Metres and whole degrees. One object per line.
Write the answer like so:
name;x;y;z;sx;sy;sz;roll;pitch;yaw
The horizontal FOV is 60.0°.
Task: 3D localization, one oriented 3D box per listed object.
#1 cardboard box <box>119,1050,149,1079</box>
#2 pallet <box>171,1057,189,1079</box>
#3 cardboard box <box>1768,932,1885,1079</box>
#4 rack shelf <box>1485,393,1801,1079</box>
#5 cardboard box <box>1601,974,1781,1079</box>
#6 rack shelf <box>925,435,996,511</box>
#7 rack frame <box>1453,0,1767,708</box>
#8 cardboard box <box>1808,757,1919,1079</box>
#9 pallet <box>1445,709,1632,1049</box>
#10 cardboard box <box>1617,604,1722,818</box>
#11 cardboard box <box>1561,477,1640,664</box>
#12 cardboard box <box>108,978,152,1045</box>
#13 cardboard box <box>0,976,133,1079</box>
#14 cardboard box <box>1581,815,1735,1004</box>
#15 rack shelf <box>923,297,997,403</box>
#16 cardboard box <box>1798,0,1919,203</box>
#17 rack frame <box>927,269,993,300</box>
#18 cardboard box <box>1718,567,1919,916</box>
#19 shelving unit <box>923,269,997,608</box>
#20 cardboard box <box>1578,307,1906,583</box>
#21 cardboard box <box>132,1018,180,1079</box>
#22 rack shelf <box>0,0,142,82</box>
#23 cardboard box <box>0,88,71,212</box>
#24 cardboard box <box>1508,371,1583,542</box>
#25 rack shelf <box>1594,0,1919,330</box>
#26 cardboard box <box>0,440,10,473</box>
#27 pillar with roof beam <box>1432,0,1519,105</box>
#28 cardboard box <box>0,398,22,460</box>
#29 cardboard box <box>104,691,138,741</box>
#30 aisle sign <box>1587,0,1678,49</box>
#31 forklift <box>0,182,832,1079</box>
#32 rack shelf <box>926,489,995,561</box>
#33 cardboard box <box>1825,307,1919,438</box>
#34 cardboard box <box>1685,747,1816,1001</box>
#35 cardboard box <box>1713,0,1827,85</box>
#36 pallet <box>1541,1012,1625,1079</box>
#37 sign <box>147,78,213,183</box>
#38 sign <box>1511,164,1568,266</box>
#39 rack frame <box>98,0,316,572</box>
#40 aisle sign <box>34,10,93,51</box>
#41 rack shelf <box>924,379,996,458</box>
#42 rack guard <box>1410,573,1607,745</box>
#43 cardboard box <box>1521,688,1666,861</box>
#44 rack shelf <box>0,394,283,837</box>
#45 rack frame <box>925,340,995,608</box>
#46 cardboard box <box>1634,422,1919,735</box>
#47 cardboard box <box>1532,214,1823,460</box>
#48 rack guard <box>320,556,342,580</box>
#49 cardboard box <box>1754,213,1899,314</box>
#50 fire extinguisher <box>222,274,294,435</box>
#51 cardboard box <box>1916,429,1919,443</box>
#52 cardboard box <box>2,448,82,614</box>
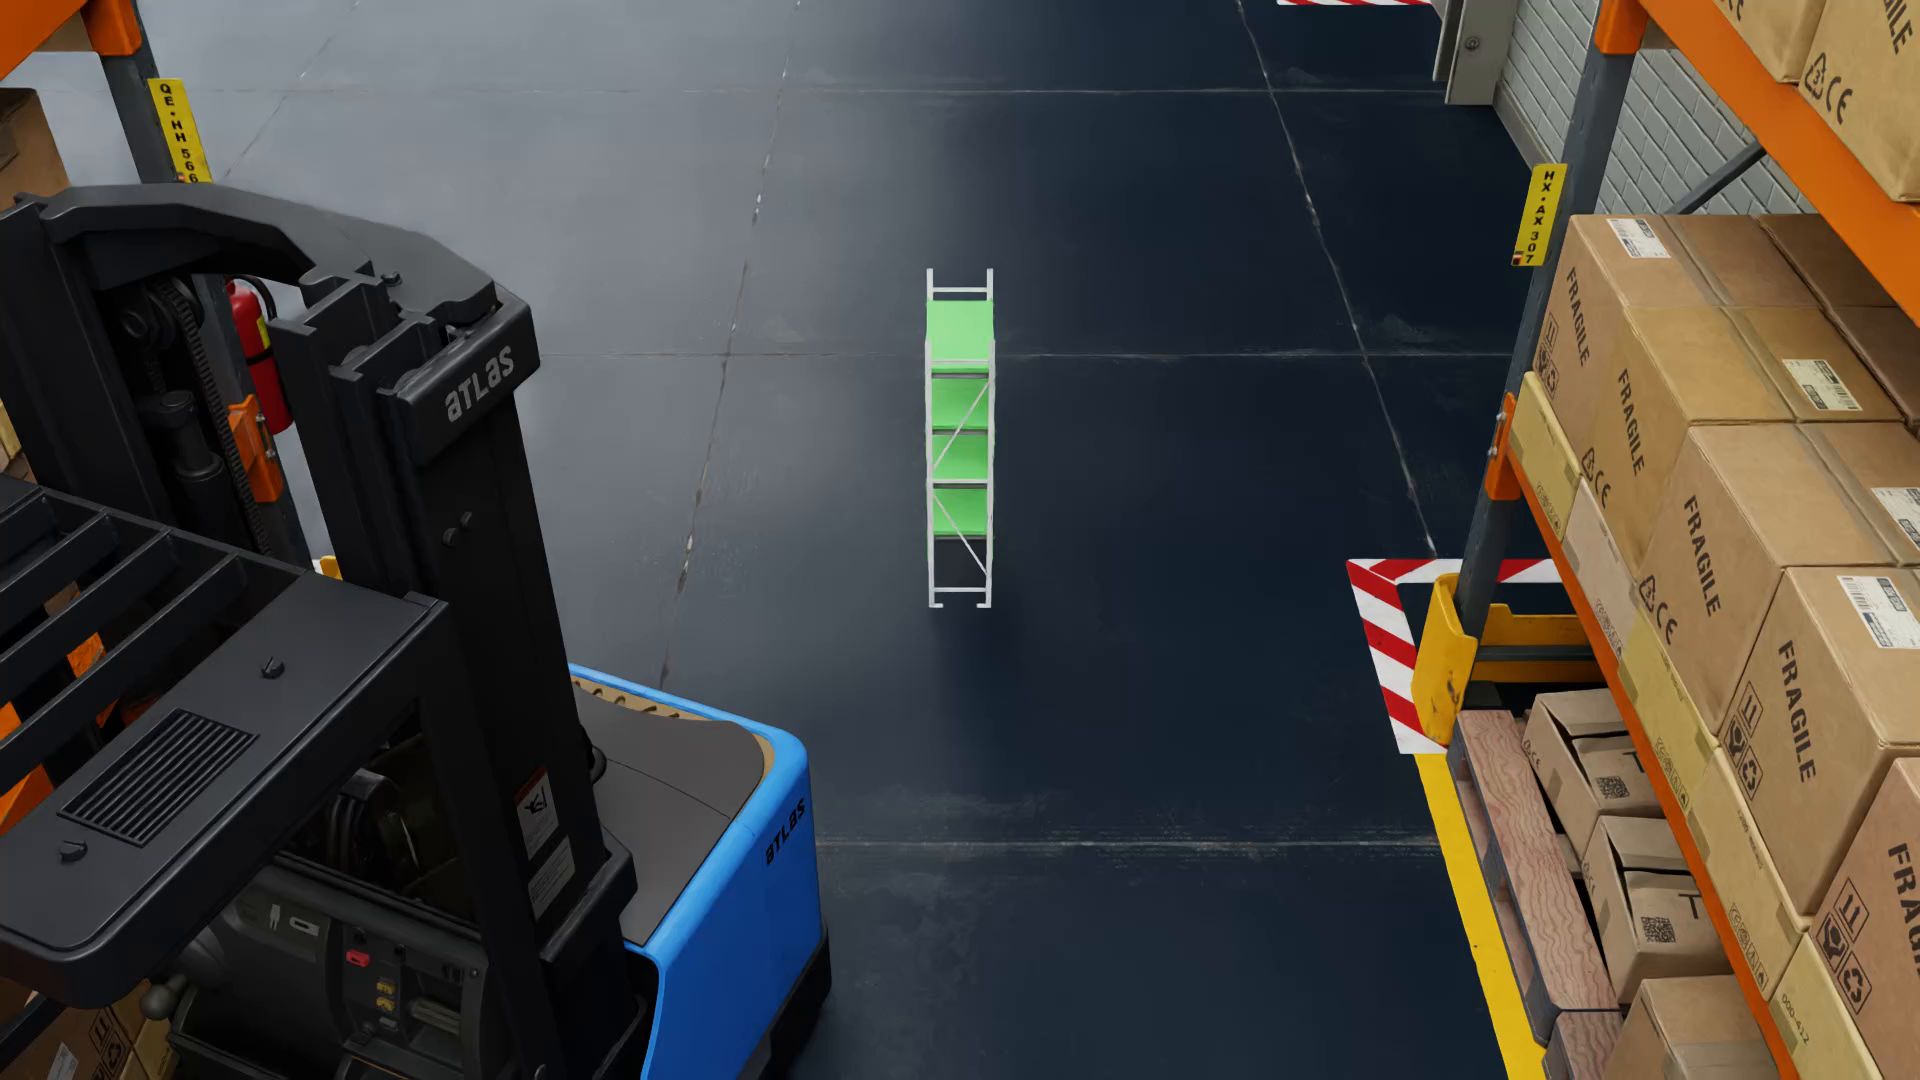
cardboard box;-2.415;1.583;4.239;0.500;0.250;0.500;0;39;0
pallet;-2.683;1.728;4.425;1.003;0.211;1.213;0;39;0
cardboard box;1.922;1.025;3.177;0.500;0.250;0.500;0;39;0
rack shelf;2.232;0.926;3.771;1.077;0.370;4.000;0;39;0
cardboard box;2.092;1.446;4.193;0.700;0.500;0.500;-2;39;-3
rack shelf;0.000;-0.315;6.286;0.258;0.148;0.480;0;39;0
rack frame;2.229;-0.605;5.107;1.000;3.000;0.127;0;39;0
cardboard box;1.928;0.732;2.943;0.500;0.500;0.500;-1;39;-1
pallet;2.195;1.038;5.285;1.003;0.211;1.213;0;39;0
cardboard box;1.922;0.394;3.964;0.500;0.250;0.500;-1;39;-1
cardboard box;1.927;0.075;4.361;0.500;0.250;0.500;-1;39;-1
cardboard box;-2.410;0.977;4.395;0.500;0.500;0.500;0;39;0
cardboard box;-2.411;1.290;4.005;0.500;0.500;0.500;0;39;0
cardboard box;2.141;1.061;4.825;0.500;0.311;0.500;3;39;4
rack shelf;0.000;-0.689;5.985;0.258;0.148;0.480;0;39;0
cardboard box;1.949;-0.953;3.046;0.500;0.500;0.500;2;39;2
rack frame;0.000;-0.517;6.436;0.240;1.200;0.015;0;39;0
cardboard box;1.927;0.406;3.348;0.500;0.500;0.500;1;39;1
shelving unit;0.000;-0.365;6.246;0.258;1.200;0.503;0;39;0
cardboard box;1.920;-0.239;4.154;0.500;0.500;0.500;0;39;0
cardboard box;-2.413;1.270;4.629;0.500;0.250;0.500;0;39;0
rack shelf;-2.722;-0.239;2.826;1.077;0.370;4.000;0;39;0
cardboard box;-2.737;-0.820;4.257;0.700;0.500;0.500;0;39;0
cardboard box;1.912;-0.249;4.766;0.500;0.250;0.500;-1;39;-1
rack shelf;2.232;-0.244;2.833;1.077;0.370;4.000;0;39;0
cardboard box;-2.533;-0.172;3.967;0.380;0.149;0.250;0;39;1
pillar with roof beam;-1.217;-6.258;7.363;9.100;9.000;0.400;0;39;0
cardboard box;-2.531;-0.329;4.163;0.380;0.149;0.250;-1;39;-1
cardboard box;-2.426;0.352;5.175;0.500;0.500;0.500;0;39;0
aisle sign;1.929;-1.665;4.350;0.394;0.787;0.004;0;39;0
forklift;-1.430;0.943;3.230;1.130;2.935;3.031;15;41;18
rack shelf;0.000;-0.128;6.436;0.258;0.148;0.480;0;39;0
cardboard box;2.433;-0.238;4.152;0.500;0.500;0.500;0;39;1
cardboard box;1.920;0.710;3.569;0.500;0.250;0.500;0;39;0
cardboard box;1.945;-1.278;3.451;0.500;0.500;0.500;2;39;3
pallet;2.193;1.799;4.336;1.003;0.211;1.213;0;39;0
sign;-2.182;-1.135;4.653;0.100;0.325;0.005;0;39;0
sign;1.687;-0.943;4.835;0.100;0.325;0.005;0;39;0
rack frame;-2.724;-0.599;5.099;1.000;3.000;0.127;0;39;0
aisle sign;-2.431;-1.655;4.338;0.394;0.787;0.004;0;39;0
rack shelf;0.000;-0.502;6.135;0.258;0.148;0.480;0;39;0
rack guard;2.229;0.418;5.829;1.175;0.500;0.348;0;39;0
cardboard box;2.140;0.705;5.270;0.500;0.311;0.500;-4;39;-5
rack shelf;-2.722;0.932;3.764;1.077;0.370;4.000;0;39;0
rack frame;0.000;-0.212;6.055;0.240;1.200;0.015;0;39;0
cardboard box;1.914;0.084;3.751;0.500;0.500;0.500;-1;39;-2
cardboard box;1.929;-0.549;4.540;0.500;0.500;0.500;0;39;0
rack guard;-2.724;0.361;5.900;1.175;0.500;0.348;0;39;0
cardboard box;2.442;-0.553;4.545;0.500;0.500;0.500;0;39;-1
fire extinguisher;-2.260;-0.644;5.216;0.296;0.674;0.183;0;39;0
cardboard box;2.438;0.085;3.749;0.500;0.500;0.500;-1;39;-1
cardboard box;-2.731;-0.018;4.294;0.700;0.500;0.500;1;39;1
